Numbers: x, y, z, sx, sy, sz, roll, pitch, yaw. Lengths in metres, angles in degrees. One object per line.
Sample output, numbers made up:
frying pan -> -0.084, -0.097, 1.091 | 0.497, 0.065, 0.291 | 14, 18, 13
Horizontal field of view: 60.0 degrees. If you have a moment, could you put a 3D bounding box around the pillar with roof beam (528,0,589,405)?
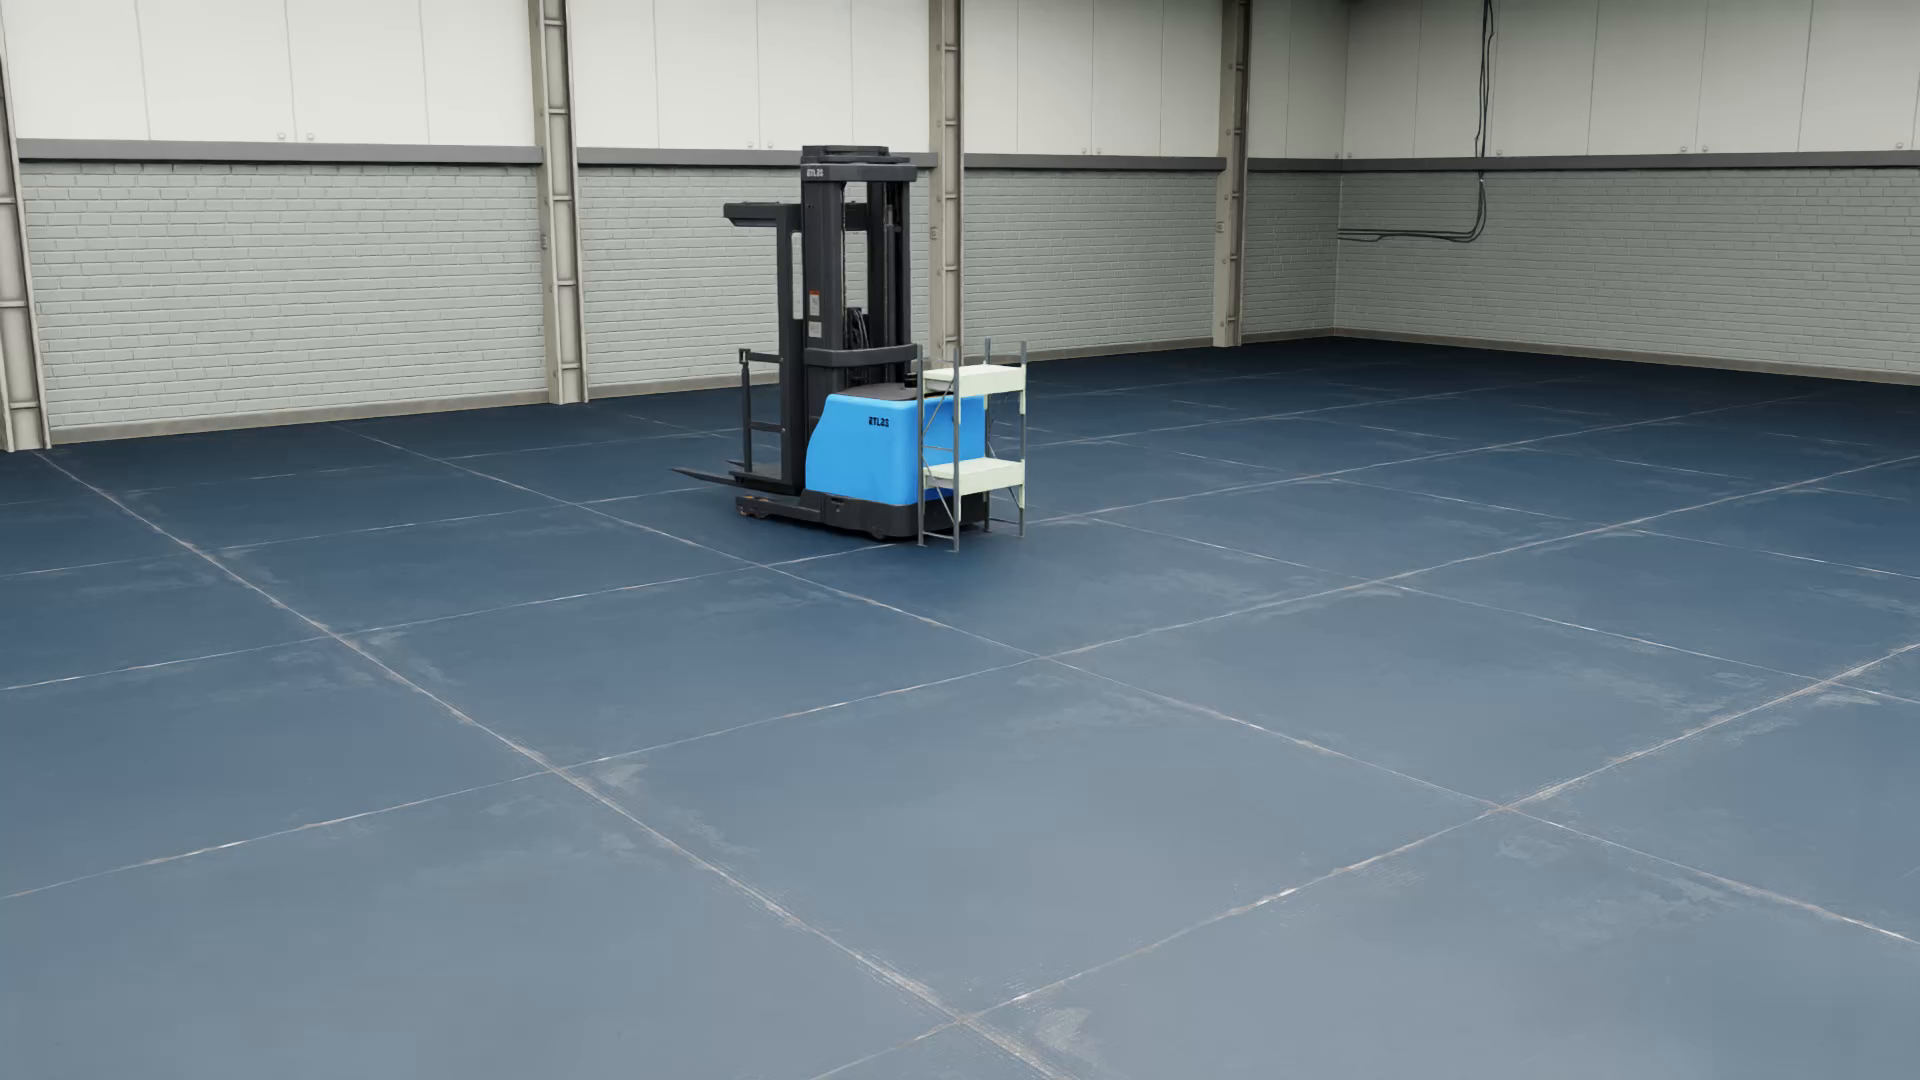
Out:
pillar with roof beam -> -2.187, -5.420, 16.491 | 0.400, 9.000, 9.100 | -9, 15, -38

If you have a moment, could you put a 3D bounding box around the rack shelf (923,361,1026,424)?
rack shelf -> 0.092, -1.101, 12.324 | 0.431, 0.370, 0.720 | 11, 16, 42

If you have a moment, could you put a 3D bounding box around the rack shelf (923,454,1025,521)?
rack shelf -> 0.091, -0.401, 12.473 | 0.431, 0.370, 0.720 | 11, 16, 42

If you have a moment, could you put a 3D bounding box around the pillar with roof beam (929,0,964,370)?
pillar with roof beam -> 2.498, -6.199, 20.158 | 0.400, 9.000, 9.100 | -9, 15, -38

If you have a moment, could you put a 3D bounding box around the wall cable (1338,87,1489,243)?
wall cable -> 7.621, -6.325, 28.225 | 0.112, 2.526, 3.097 | -9, 15, -38

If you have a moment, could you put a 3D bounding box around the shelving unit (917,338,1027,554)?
shelving unit -> 0.092, -0.719, 12.405 | 0.431, 1.500, 0.755 | 11, 16, 42

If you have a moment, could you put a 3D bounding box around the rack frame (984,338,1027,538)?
rack frame -> 0.342, -0.775, 12.666 | 0.400, 1.500, 0.023 | 11, 16, 42

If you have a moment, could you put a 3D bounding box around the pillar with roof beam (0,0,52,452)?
pillar with roof beam -> -6.872, -4.642, 12.825 | 0.400, 9.000, 9.100 | -9, 15, -38

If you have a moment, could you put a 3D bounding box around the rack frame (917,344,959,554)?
rack frame -> -0.159, -0.664, 12.144 | 0.400, 1.500, 0.023 | 11, 16, 42

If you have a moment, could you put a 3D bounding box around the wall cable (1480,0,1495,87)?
wall cable -> 9.311, -8.356, 25.634 | 0.112, 2.526, 3.097 | -9, 15, -38

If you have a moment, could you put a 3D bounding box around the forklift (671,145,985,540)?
forklift -> -1.187, -1.671, 13.442 | 3.031, 2.935, 1.130 | 11, 16, 42

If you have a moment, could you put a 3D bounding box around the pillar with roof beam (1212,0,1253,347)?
pillar with roof beam -> 7.183, -6.978, 23.824 | 0.400, 9.000, 9.100 | -9, 15, -38
